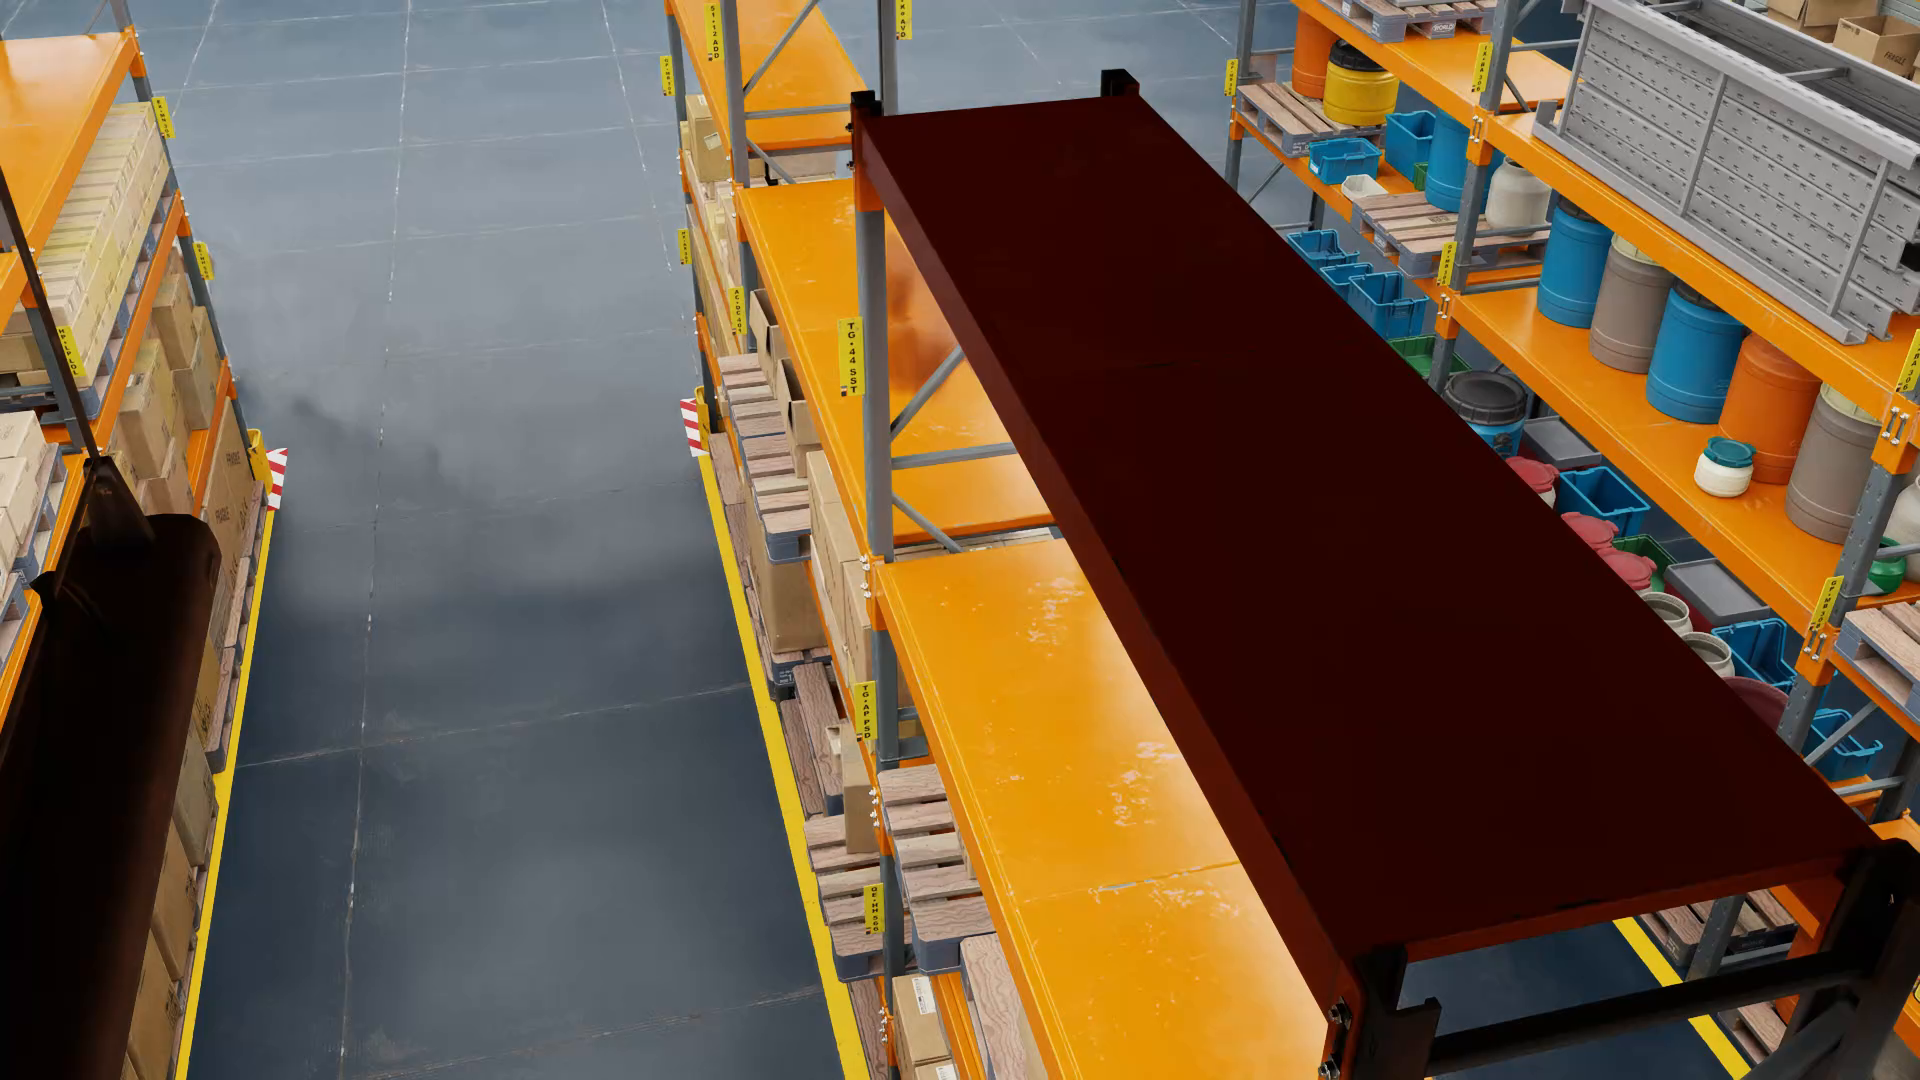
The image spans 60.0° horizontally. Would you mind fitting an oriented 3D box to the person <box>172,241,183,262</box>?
[{"bbox_3d":[-7.848,-2.463,16.269,0.542,1.639,0.603,25,42,32],"label":"person"}]
